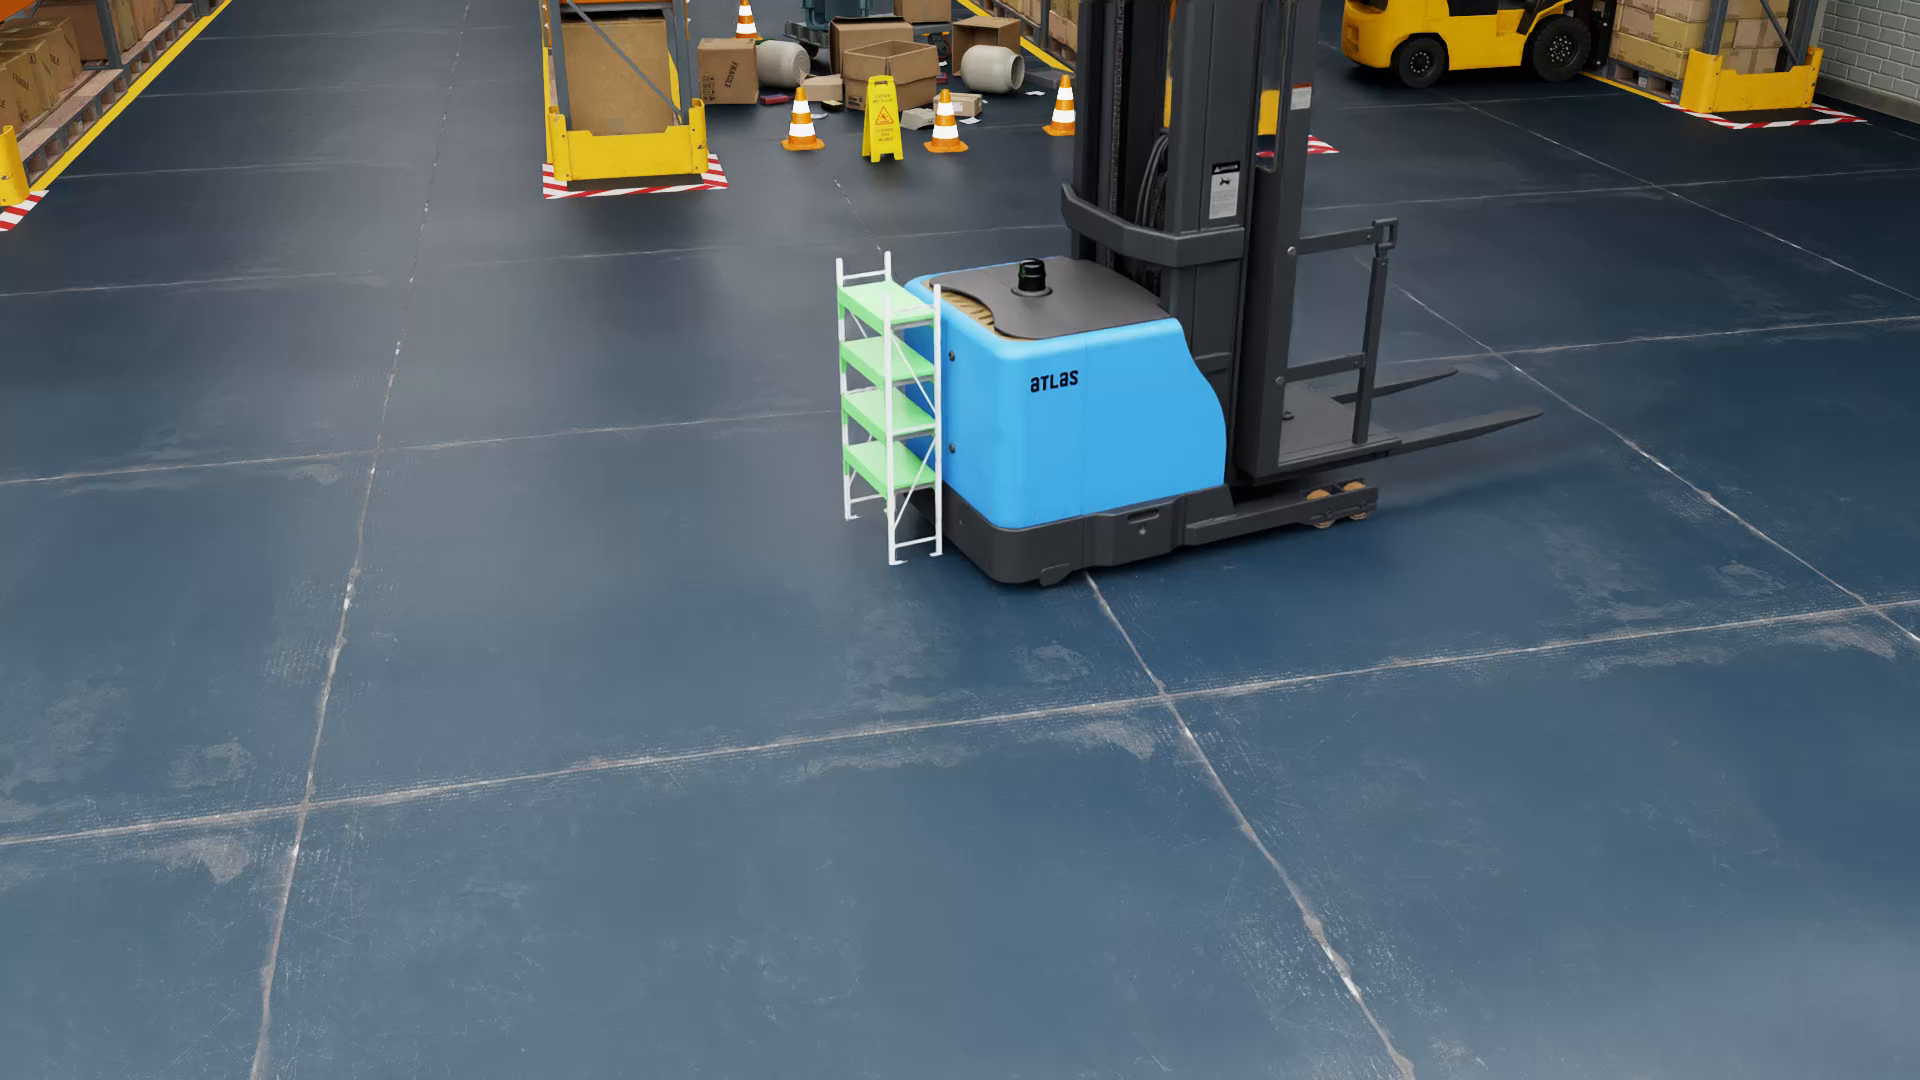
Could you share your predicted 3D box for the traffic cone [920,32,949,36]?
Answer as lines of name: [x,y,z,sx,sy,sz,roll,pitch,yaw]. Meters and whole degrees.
traffic cone: [-0.302,-5.785,18.198,0.336,0.463,0.334,-6,27,-12]

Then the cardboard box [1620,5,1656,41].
cardboard box: [6.562,-4.851,15.564,0.500,0.250,0.500,-6,27,-12]

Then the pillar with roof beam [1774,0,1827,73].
pillar with roof beam: [3.605,-7.903,12.921,9.100,9.000,0.400,-6,27,-12]

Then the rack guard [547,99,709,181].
rack guard: [-2.551,-3.086,12.809,1.175,0.500,0.348,-6,27,-12]

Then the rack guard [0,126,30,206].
rack guard: [-7.429,-2.671,11.986,1.175,0.500,0.348,-6,27,-12]

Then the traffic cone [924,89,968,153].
traffic cone: [-0.115,-3.423,13.518,0.336,0.463,0.334,-6,27,-12]

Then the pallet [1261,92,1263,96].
pallet: [2.077,-3.908,14.759,1.003,0.211,1.213,-6,27,-12]

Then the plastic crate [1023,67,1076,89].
plastic crate: [0.897,-4.440,15.957,0.402,0.080,0.583,-16,31,-29]

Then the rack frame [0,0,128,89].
rack frame: [-8.313,-5.509,14.836,1.000,3.000,0.127,-6,27,-12]

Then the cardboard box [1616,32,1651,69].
cardboard box: [6.562,-4.619,15.657,0.500,0.250,0.500,-6,27,-12]

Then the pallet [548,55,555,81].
pallet: [-3.363,-4.382,15.697,1.003,0.211,1.213,-6,27,-12]

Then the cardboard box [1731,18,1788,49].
cardboard box: [7.175,-4.676,15.215,0.500,0.250,0.500,-5,27,-11]

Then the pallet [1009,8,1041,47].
pallet: [1.165,-5.612,18.135,1.003,0.211,1.213,-6,27,-12]

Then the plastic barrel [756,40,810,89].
plastic barrel: [-1.708,-4.476,15.648,0.512,0.421,0.421,13,30,24]

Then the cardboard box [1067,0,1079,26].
cardboard box: [1.344,-5.290,16.155,0.500,0.500,0.500,-5,27,-10]

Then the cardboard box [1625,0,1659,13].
cardboard box: [6.550,-5.065,15.433,0.500,0.250,0.500,-5,27,-11]

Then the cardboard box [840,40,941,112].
cardboard box: [-0.619,-4.159,14.931,0.637,0.503,0.797,19,32,32]

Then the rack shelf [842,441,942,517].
rack shelf: [-0.295,-0.281,7.149,0.258,0.148,0.480,-12,29,-23]

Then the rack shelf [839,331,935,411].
rack shelf: [-0.295,-0.709,6.933,0.258,0.148,0.480,-12,29,-23]

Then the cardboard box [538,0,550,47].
cardboard box: [-3.686,-5.415,16.680,1.050,0.750,0.750,-6,27,-12]

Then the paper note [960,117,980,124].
paper note: [0.091,-3.647,14.441,0.148,0.019,0.142,-16,31,-29]

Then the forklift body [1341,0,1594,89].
forklift body: [4.874,-5.533,15.826,2.313,2.155,1.214,-6,27,-12]

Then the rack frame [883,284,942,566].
rack frame: [-0.189,-0.453,6.816,0.240,1.200,0.015,-12,29,-23]

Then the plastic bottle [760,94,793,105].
plastic bottle: [-1.666,-4.011,15.128,0.283,0.061,0.133,-16,31,-29]

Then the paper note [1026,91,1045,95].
paper note: [0.707,-4.157,15.453,0.142,0.019,0.148,-16,31,-29]

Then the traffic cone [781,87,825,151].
traffic cone: [-1.293,-3.457,13.586,0.336,0.463,0.334,-6,27,-12]

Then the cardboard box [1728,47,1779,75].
cardboard box: [7.158,-4.461,15.344,0.500,0.250,0.500,-6,27,-11]

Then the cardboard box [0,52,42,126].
cardboard box: [-7.827,-3.636,13.433,0.500,0.500,0.500,-3,27,-7]

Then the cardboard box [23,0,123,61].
cardboard box: [-8.431,-4.861,15.838,0.700,0.500,0.500,-8,28,-16]

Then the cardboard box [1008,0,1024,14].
cardboard box: [1.056,-6.075,18.407,0.950,0.372,0.625,-4,27,-8]

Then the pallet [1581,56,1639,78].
pallet: [6.594,-4.886,16.696,1.003,0.211,1.213,-6,27,-12]

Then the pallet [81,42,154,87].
pallet: [-8.490,-4.606,16.141,1.003,0.211,1.213,-6,27,-12]

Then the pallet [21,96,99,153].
pallet: [-7.849,-3.436,13.824,1.003,0.211,1.213,-6,27,-12]

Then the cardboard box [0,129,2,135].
cardboard box: [-7.536,-3.101,12.372,0.500,0.500,0.500,-1,27,-2]

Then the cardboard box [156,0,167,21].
cardboard box: [-8.907,-5.811,17.720,0.700,0.500,0.500,-8,28,-16]

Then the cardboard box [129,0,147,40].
cardboard box: [-8.646,-5.318,16.744,0.700,0.500,0.500,-8,28,-16]

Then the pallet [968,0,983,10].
pallet: [0.615,-6.683,20.257,1.003,0.211,1.213,-6,27,-12]

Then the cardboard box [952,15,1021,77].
cardboard box: [0.258,-4.792,16.187,0.500,0.500,0.500,13,30,24]

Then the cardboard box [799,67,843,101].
cardboard box: [-1.276,-4.180,15.237,0.396,0.266,0.258,-1,27,-3]

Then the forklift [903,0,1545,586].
forklift: [1.298,-1.561,7.091,3.031,2.935,1.130,-12,29,-23]

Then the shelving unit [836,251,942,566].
shelving unit: [-0.295,-0.552,7.012,0.258,1.200,0.503,-12,29,-23]

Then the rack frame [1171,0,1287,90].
rack frame: [2.243,-4.759,13.351,1.000,3.000,0.127,-6,27,-12]

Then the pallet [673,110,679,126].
pallet: [-2.813,-3.311,13.575,1.003,0.211,1.213,-6,27,-12]

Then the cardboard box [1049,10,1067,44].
cardboard box: [1.212,-5.189,16.787,0.500,0.250,0.500,-7,28,-14]

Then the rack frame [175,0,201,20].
rack frame: [-9.215,-7.265,18.315,1.000,3.000,0.127,-6,27,-12]

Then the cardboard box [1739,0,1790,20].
cardboard box: [7.154,-4.902,15.108,0.500,0.250,0.500,-6,27,-12]

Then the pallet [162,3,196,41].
pallet: [-9.040,-5.677,18.263,1.003,0.211,1.213,-6,27,-12]

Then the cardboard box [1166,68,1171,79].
cardboard box: [1.794,-4.057,14.545,0.500,0.250,0.500,-6,27,-12]

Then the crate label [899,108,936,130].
crate label: [-0.353,-3.616,14.262,0.250,0.136,0.298,-23,35,-38]

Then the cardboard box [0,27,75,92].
cardboard box: [-8.126,-4.150,14.452,0.500,0.500,0.500,2,27,5]

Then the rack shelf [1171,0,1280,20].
rack shelf: [1.792,-5.316,15.252,1.077,0.370,4.000,-6,27,-12]

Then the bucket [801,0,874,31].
bucket: [-1.181,-5.360,16.486,0.726,0.611,0.620,3,17,6]
